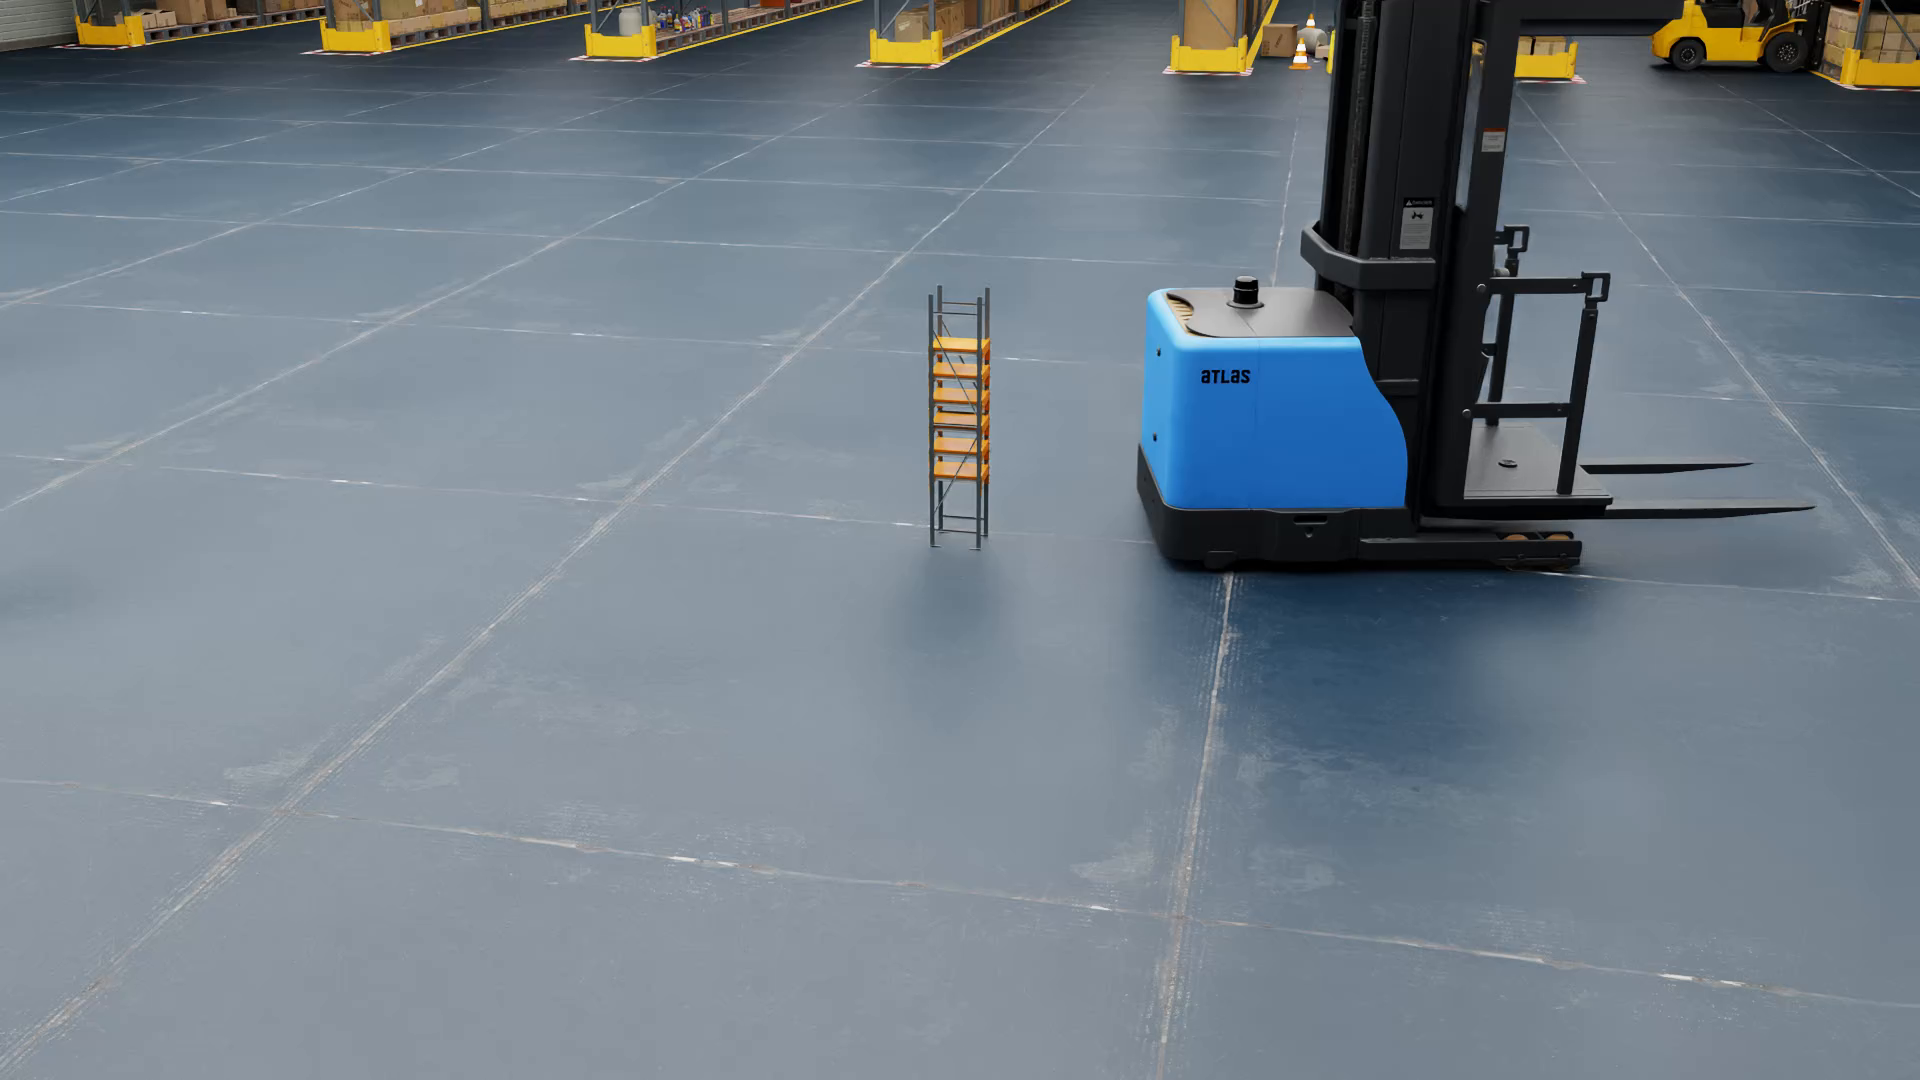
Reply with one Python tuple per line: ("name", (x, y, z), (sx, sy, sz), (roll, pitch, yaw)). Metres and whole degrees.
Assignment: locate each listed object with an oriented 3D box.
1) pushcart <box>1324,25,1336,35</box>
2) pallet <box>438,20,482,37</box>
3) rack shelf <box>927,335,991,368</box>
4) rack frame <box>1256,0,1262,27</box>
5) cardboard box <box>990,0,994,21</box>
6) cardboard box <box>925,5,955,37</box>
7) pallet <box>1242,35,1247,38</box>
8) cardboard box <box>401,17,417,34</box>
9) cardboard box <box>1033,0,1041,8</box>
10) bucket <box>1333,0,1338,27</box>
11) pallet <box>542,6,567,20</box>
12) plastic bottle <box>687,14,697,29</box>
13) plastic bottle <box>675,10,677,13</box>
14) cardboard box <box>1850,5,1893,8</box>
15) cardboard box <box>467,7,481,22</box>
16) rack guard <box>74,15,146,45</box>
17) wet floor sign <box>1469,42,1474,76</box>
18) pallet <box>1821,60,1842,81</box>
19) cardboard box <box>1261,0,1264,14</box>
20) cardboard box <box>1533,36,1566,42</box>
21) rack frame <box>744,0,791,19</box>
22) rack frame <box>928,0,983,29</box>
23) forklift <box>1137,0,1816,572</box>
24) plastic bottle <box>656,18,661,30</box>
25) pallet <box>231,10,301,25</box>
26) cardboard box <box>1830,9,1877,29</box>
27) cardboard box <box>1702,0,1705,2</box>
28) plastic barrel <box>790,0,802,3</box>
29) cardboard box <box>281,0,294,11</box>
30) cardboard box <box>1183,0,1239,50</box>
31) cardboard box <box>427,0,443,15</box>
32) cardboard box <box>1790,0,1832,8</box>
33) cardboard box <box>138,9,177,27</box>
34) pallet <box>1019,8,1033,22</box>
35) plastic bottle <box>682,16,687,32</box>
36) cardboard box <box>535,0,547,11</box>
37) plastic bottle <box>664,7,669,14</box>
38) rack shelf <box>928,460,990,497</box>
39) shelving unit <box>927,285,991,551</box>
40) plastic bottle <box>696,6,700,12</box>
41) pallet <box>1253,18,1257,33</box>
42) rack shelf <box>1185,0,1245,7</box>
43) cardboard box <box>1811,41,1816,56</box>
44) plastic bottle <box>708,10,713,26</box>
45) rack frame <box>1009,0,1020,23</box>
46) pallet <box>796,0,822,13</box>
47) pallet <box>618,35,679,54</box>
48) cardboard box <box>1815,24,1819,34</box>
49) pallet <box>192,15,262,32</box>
("pushcart", (7.376, -8.911, 29.475), (1.648, 0.377, 0.936), (-3, 22, -8))
("pallet", (-9.984, -9.903, 32.160), (1.003, 0.211, 1.213), (4, 22, 11))
("rack shelf", (-0.003, -0.844, 7.498), (0.258, 0.103, 0.180), (4, 22, 11))
("rack frame", (5.568, -11.775, 33.076), (1.000, 3.000, 0.127), (4, 22, 11))
("cardboard box", (0.293, -10.373, 32.350), (0.700, 0.500, 0.500), (3, 22, 6))
("cardboard box", (-0.363, -9.176, 29.407), (0.500, 0.500, 0.500), (2, 22, 6))
("pallet", (4.520, -8.747, 29.289), (1.003, 0.211, 1.213), (4, 22, 11))
("cardboard box", (-10.171, -9.303, 30.055), (0.500, 0.250, 0.500), (4, 22, 11))
("cardboard box", (1.084, -11.976, 35.856), (1.225, 0.875, 0.875), (5, 22, 11))
("bucket", (6.981, -9.274, 29.212), (0.726, 0.611, 0.620), (13, 15, 29))
("pallet", (-9.170, -11.355, 35.766), (1.003, 0.211, 1.213), (4, 22, 11))
("plastic bottle", (-4.923, -9.541, 30.585), (0.152, 0.276, 0.135), (5, 22, 12))
("plastic bottle", (-5.361, -9.838, 31.312), (0.061, 0.283, 0.133), (4, 22, 11))
("cardboard box", (14.268, -8.229, 26.050), (0.500, 0.250, 0.500), (4, 22, 10))
("cardboard box", (-9.661, -10.217, 32.326), (0.500, 0.250, 0.500), (4, 22, 11))
("rack guard", (-15.431, -9.266, 30.191), (1.175, 0.500, 0.348), (4, 22, 11))
("wet floor sign", (7.716, -7.429, 25.436), (0.267, 0.644, 0.232), (13, 25, 29))
("pallet", (13.777, -7.122, 25.254), (1.003, 0.211, 1.213), (4, 22, 11))
("cardboard box", (5.962, -11.050, 34.059), (0.500, 0.500, 0.500), (4, 22, 9))
("cardboard box", (9.242, -8.059, 25.963), (0.500, 0.500, 0.500), (4, 22, 9))
("rack frame", (-4.116, -12.568, 35.044), (1.000, 3.000, 0.127), (4, 22, 11))
("rack frame", (-0.083, -10.727, 30.474), (1.000, 3.000, 0.127), (4, 22, 11))
("forklift", (2.410, -1.413, 7.440), (3.031, 2.935, 1.130), (-1, 22, -2))
("plastic bottle", (-5.539, -9.462, 30.489), (0.097, 0.201, 0.097), (0, 22, 0))
("pallet", (-14.473, -10.852, 34.515), (1.003, 0.211, 1.213), (4, 22, 11))
("cardboard box", (13.549, -7.895, 25.221), (0.500, 0.250, 0.500), (5, 22, 12))
("cardboard box", (15.693, -11.201, 34.434), (0.500, 0.500, 0.500), (4, 22, 10))
("plastic barrel", (-3.802, -12.237, 36.889), (0.600, 0.588, 0.708), (4, 22, 11))
("cardboard box", (-14.440, -11.368, 34.822), (0.700, 0.500, 0.500), (4, 22, 10))
("cardboard box", (4.009, -8.312, 26.758), (0.875, 0.875, 0.875), (5, 22, 11))
("cardboard box", (-9.961, -10.016, 30.822), (0.500, 0.500, 0.500), (4, 22, 11))
("cardboard box", (14.072, -8.825, 27.531), (0.500, 0.250, 0.500), (4, 22, 10))
("cardboard box", (-15.101, -9.809, 31.204), (0.500, 0.311, 0.500), (6, 23, 15))
("pallet", (0.968, -11.179, 35.329), (1.003, 0.211, 1.213), (4, 22, 11))
("plastic bottle", (-5.003, -9.345, 30.106), (0.097, 0.271, 0.097), (0, 22, 0))
("cardboard box", (-9.040, -11.283, 34.972), (0.500, 0.250, 0.500), (5, 22, 12))
("plastic bottle", (-5.503, -9.817, 31.170), (0.144, 0.351, 0.185), (5, 22, 12))
("rack shelf", (-0.003, -0.287, 7.723), (0.258, 0.103, 0.180), (4, 22, 11))
("shelving unit", (-0.003, -0.551, 7.616), (0.258, 1.200, 0.189), (4, 22, 11))
("plastic bottle", (-4.922, -9.834, 31.213), (0.144, 0.351, 0.185), (4, 22, 11))
("pallet", (5.333, -10.199, 32.895), (1.003, 0.211, 1.213), (4, 22, 11))
("rack shelf", (4.344, -9.247, 27.762), (1.077, 0.370, 4.000), (4, 22, 11))
("cardboard box", (13.754, -7.802, 26.330), (0.500, 0.250, 0.500), (5, 23, 13))
("plastic bottle", (-4.707, -9.848, 31.338), (0.061, 0.283, 0.133), (6, 23, 14))
("rack frame", (0.733, -12.190, 34.107), (1.000, 3.000, 0.127), (4, 22, 11))
("pallet", (-3.744, -12.011, 37.394), (1.003, 0.211, 1.213), (4, 22, 11))
("pallet", (-5.608, -8.677, 29.115), (1.003, 0.211, 1.213), (4, 22, 11))
("cardboard box", (13.759, -8.041, 26.253), (0.500, 0.250, 0.500), (4, 22, 11))
("pallet", (-14.733, -10.318, 33.192), (1.003, 0.211, 1.213), (4, 22, 11))
